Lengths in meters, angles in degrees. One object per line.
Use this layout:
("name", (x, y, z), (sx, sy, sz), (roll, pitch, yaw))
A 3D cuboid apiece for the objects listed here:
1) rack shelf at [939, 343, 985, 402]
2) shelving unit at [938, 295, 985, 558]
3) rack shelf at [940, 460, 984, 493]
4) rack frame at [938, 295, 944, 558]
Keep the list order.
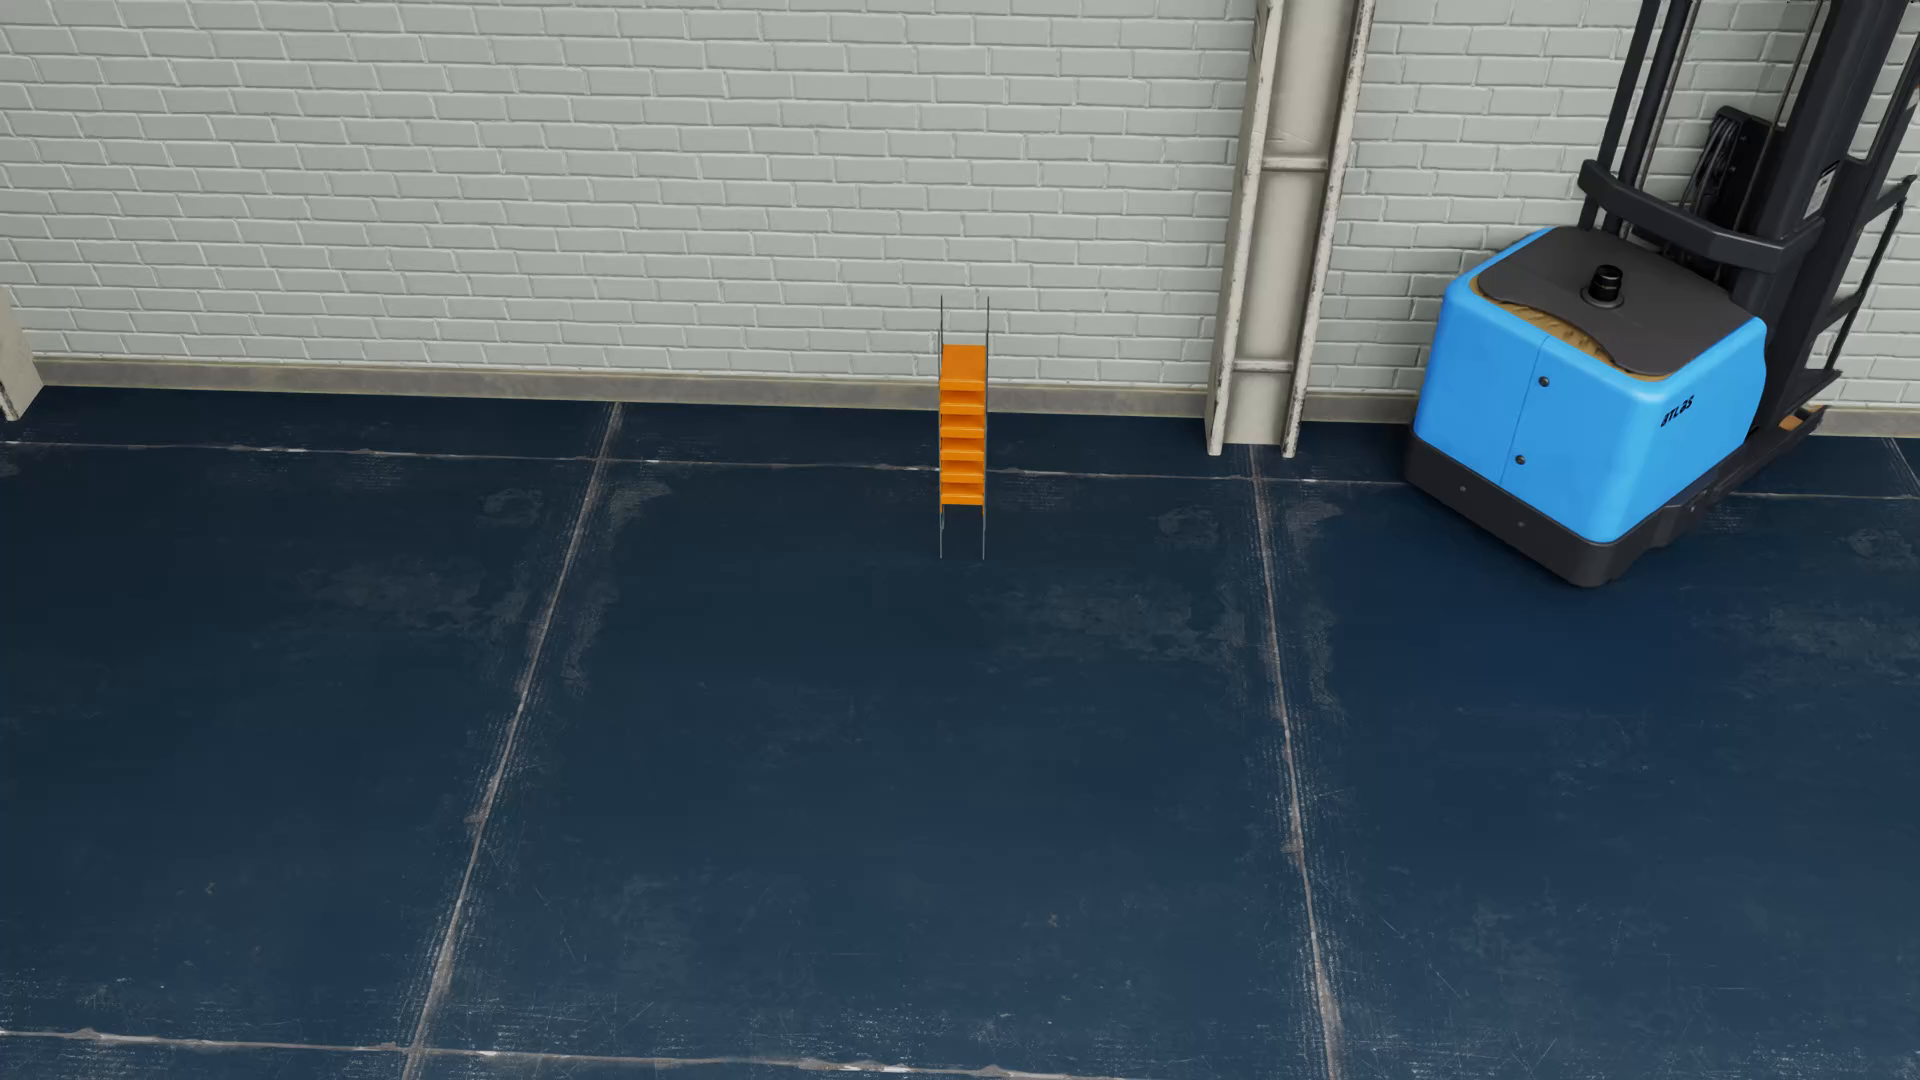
("rack shelf", (0.014, -0.669, 6.625), (0.180, 0.103, 0.258), (2, 43, 2))
("shelving unit", (-10.961, 0.879, 4.986), (21.905, 1.800, 5.752), (2, 43, 2))
("rack shelf", (0.014, -0.318, 6.953), (0.180, 0.103, 0.258), (2, 43, 2))
("rack frame", (-0.077, -0.441, 6.844), (0.006, 1.200, 0.240), (2, 43, 2))
